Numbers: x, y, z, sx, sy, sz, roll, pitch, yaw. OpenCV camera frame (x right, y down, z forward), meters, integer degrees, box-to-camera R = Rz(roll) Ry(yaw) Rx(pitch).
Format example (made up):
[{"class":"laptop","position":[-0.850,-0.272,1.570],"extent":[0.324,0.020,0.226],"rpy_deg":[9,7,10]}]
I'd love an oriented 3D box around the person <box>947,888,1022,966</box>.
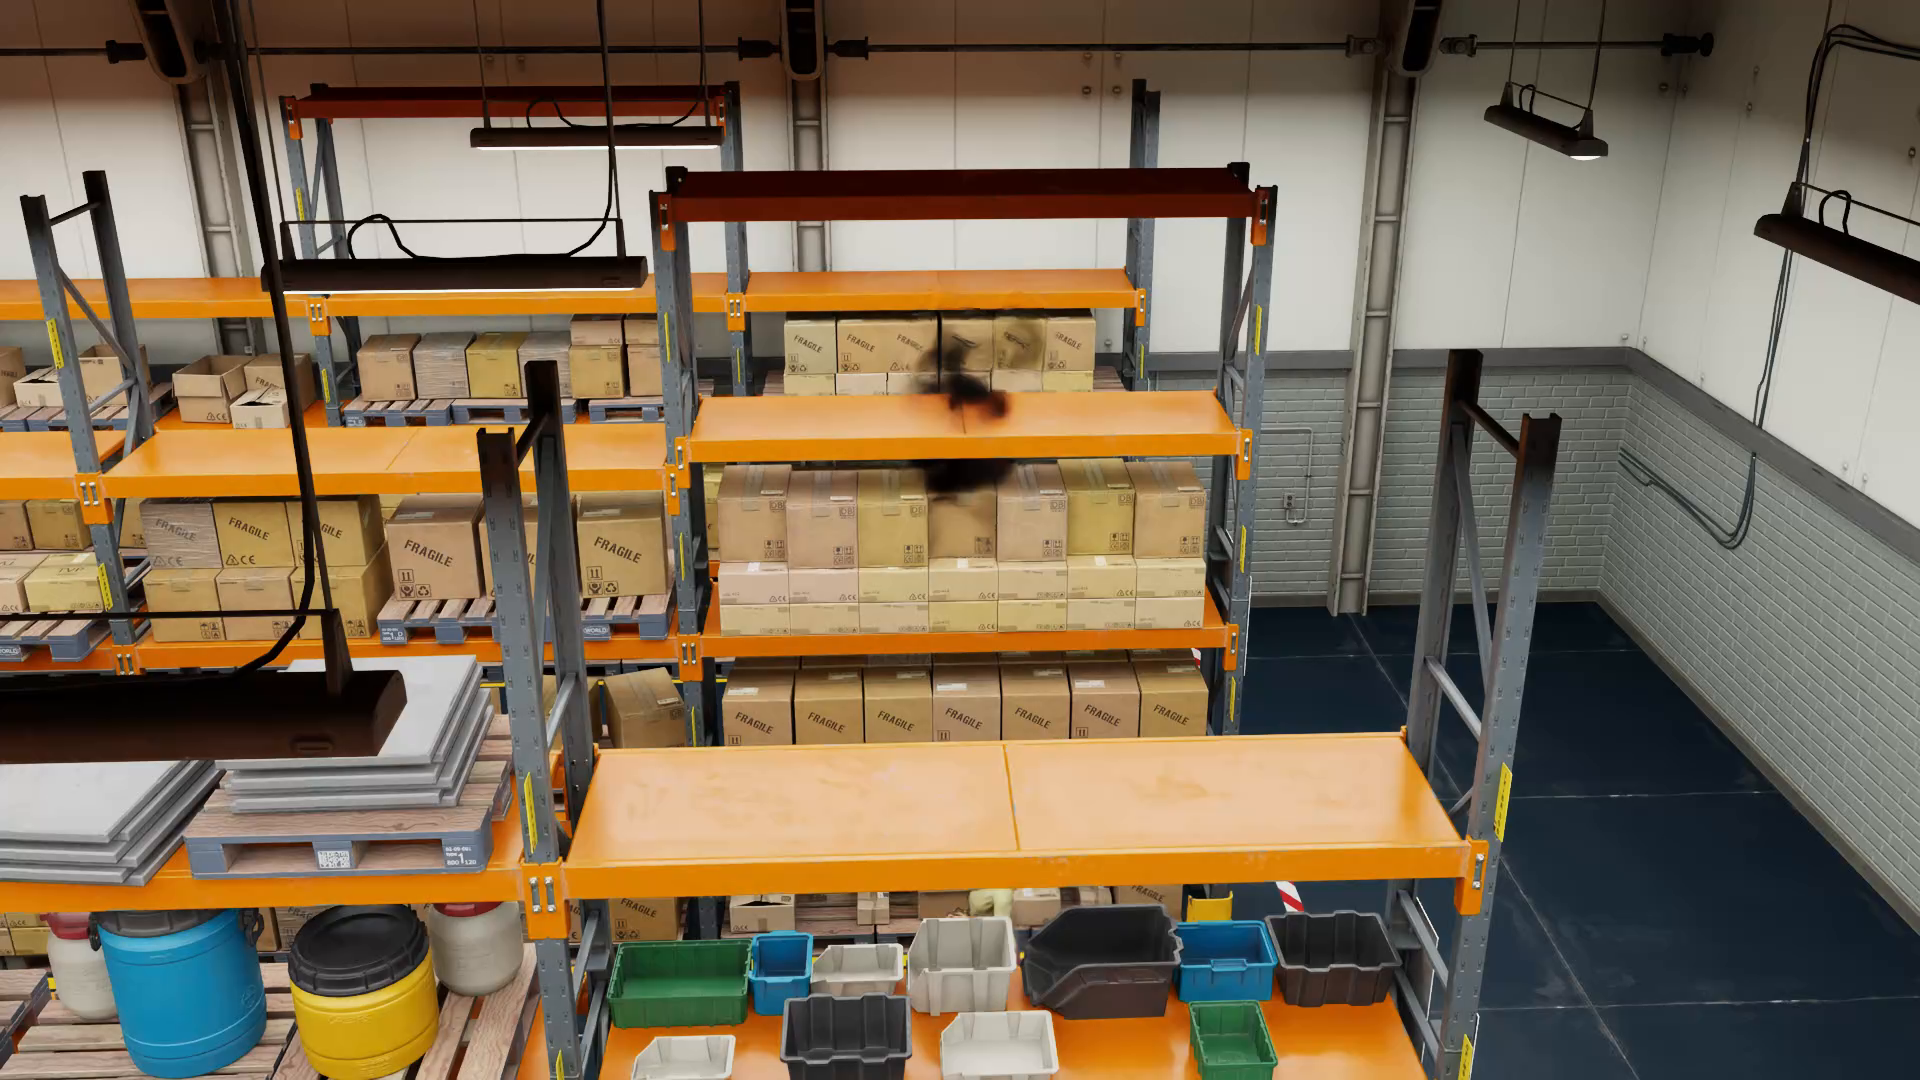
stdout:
[{"class":"person","position":[0.244,2.796,11.313],"extent":[0.915,1.705,0.572],"rpy_deg":[-6,23,-14]}]
